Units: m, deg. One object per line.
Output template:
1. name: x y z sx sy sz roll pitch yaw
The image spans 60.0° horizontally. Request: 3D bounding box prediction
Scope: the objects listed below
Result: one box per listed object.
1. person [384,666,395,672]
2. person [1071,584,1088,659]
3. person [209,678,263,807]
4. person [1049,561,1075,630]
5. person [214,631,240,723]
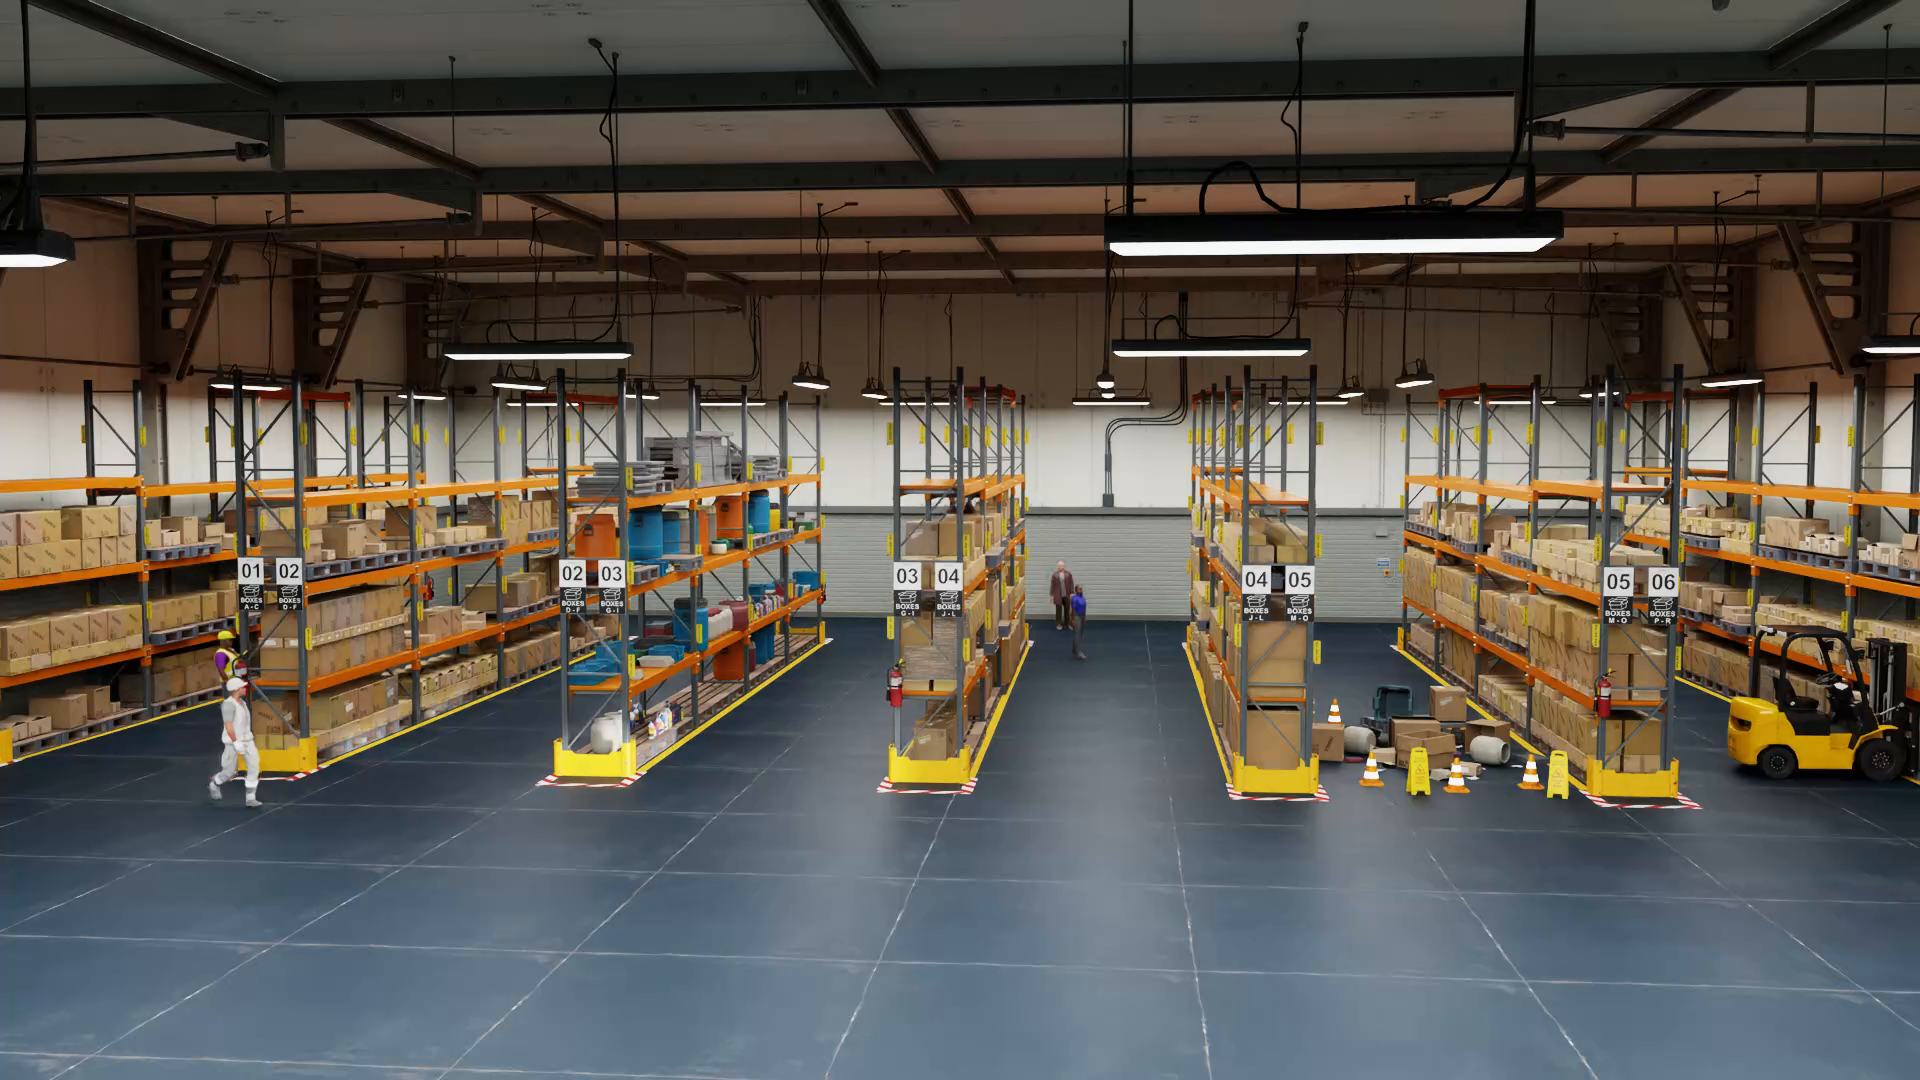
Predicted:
1. person: -11.648 2.067 33.906 0.487 1.632 0.665 0 4 3
2. person: 2.750 1.838 37.776 0.534 1.674 0.489 3 5 40
3. person: -9.820 2.725 22.489 0.902 1.743 0.471 2 4 33
4. person: 2.636 1.449 43.012 0.655 1.796 0.387 -1 4 -18
5. person: -12.119 2.410 27.738 0.595 1.793 0.654 2 4 25
